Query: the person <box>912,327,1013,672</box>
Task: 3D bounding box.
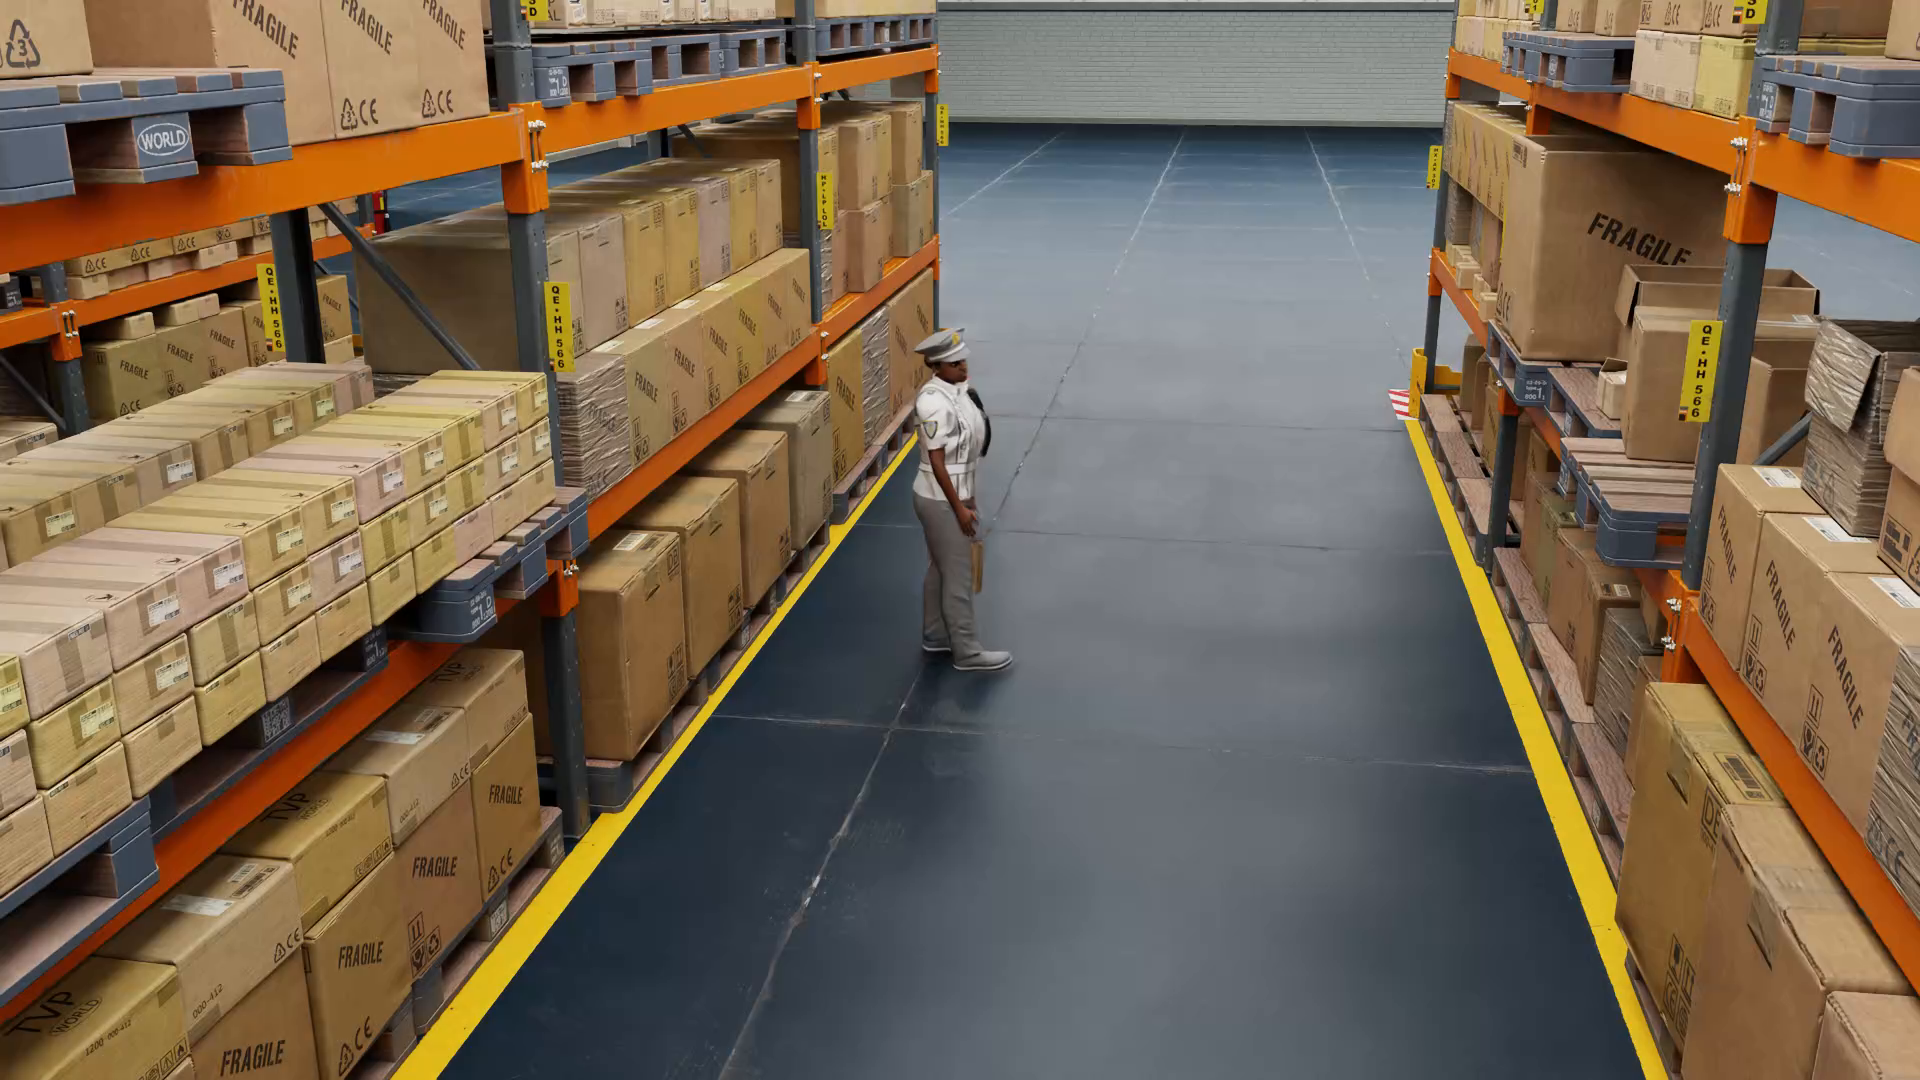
[{"bbox_3d":[0.030,-0.195,8.054,0.499,1.690,0.487,4,18,12],"label":"person"}]
